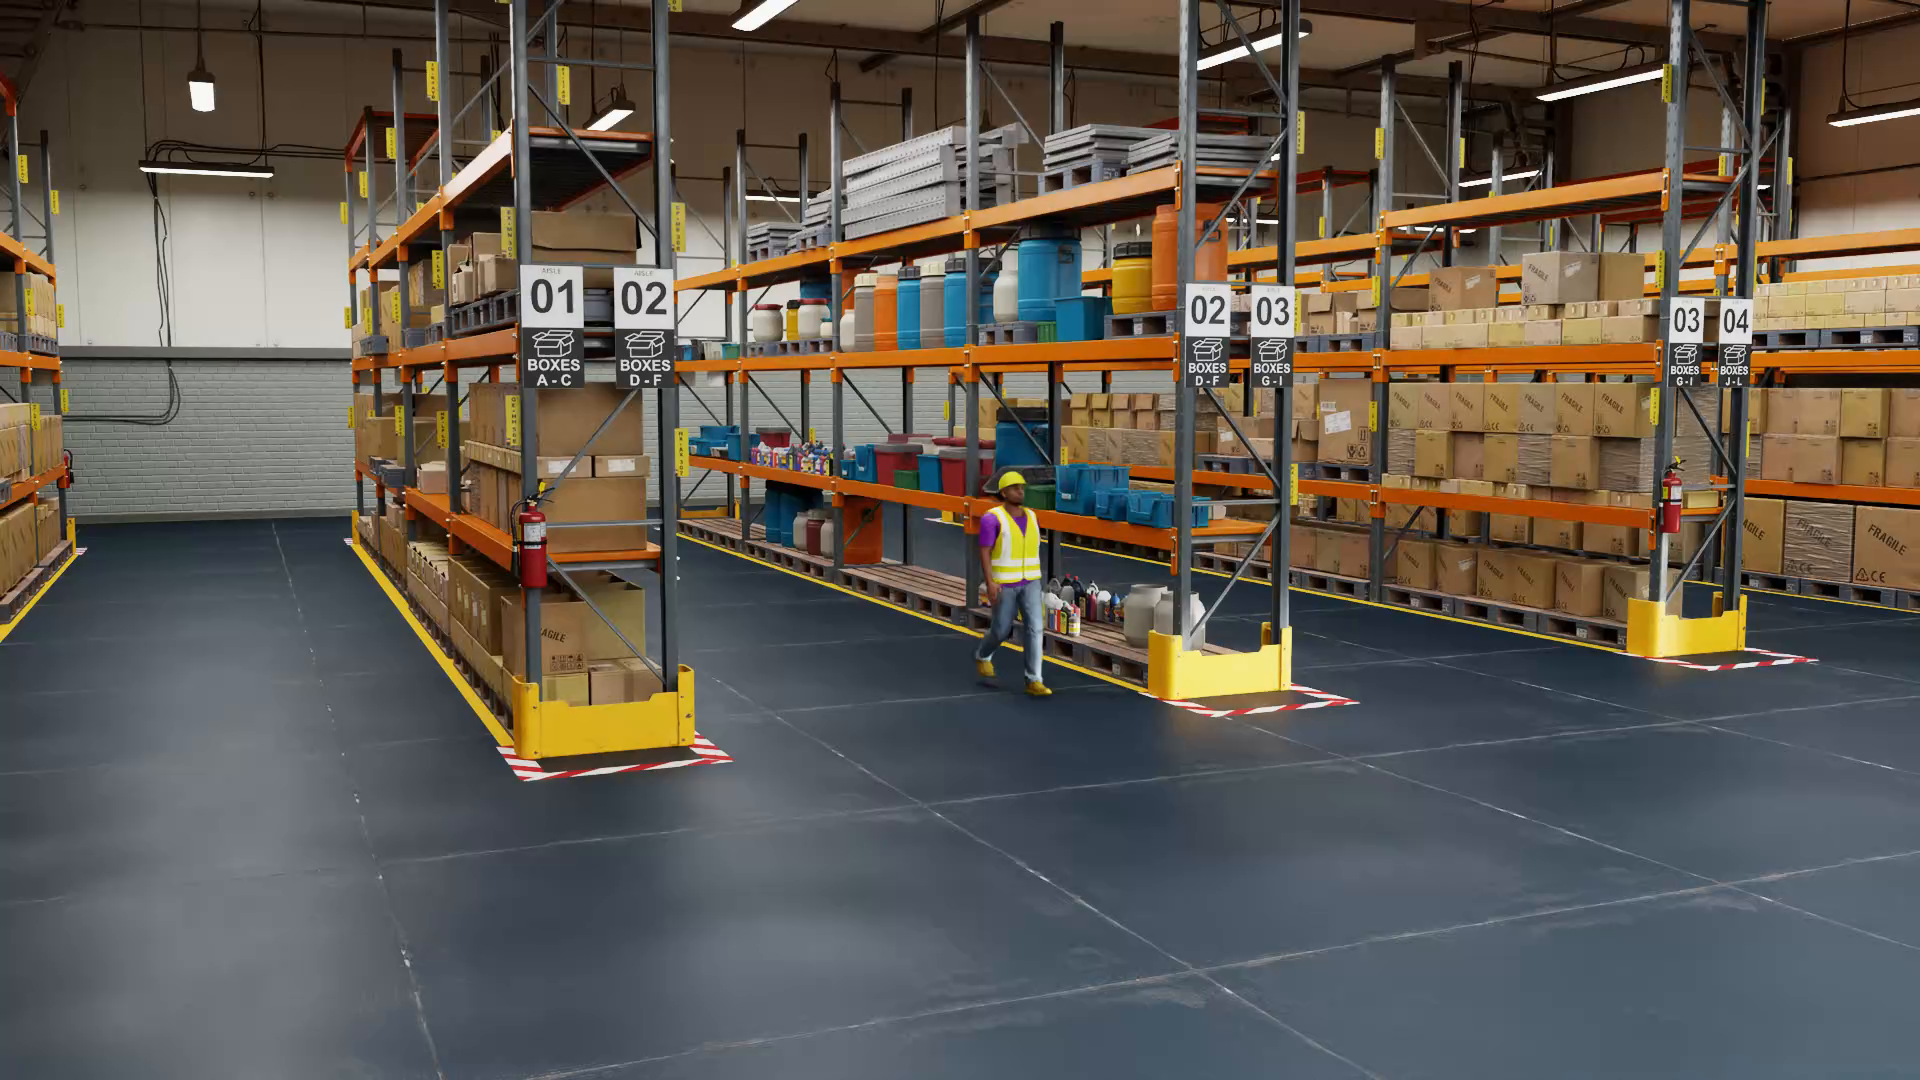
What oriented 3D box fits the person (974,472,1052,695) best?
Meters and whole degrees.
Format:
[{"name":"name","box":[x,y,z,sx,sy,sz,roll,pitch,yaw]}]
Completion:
[{"name":"person","box":[0.405,0.328,13.139,0.565,1.739,0.931,-2,6,-25]}]
